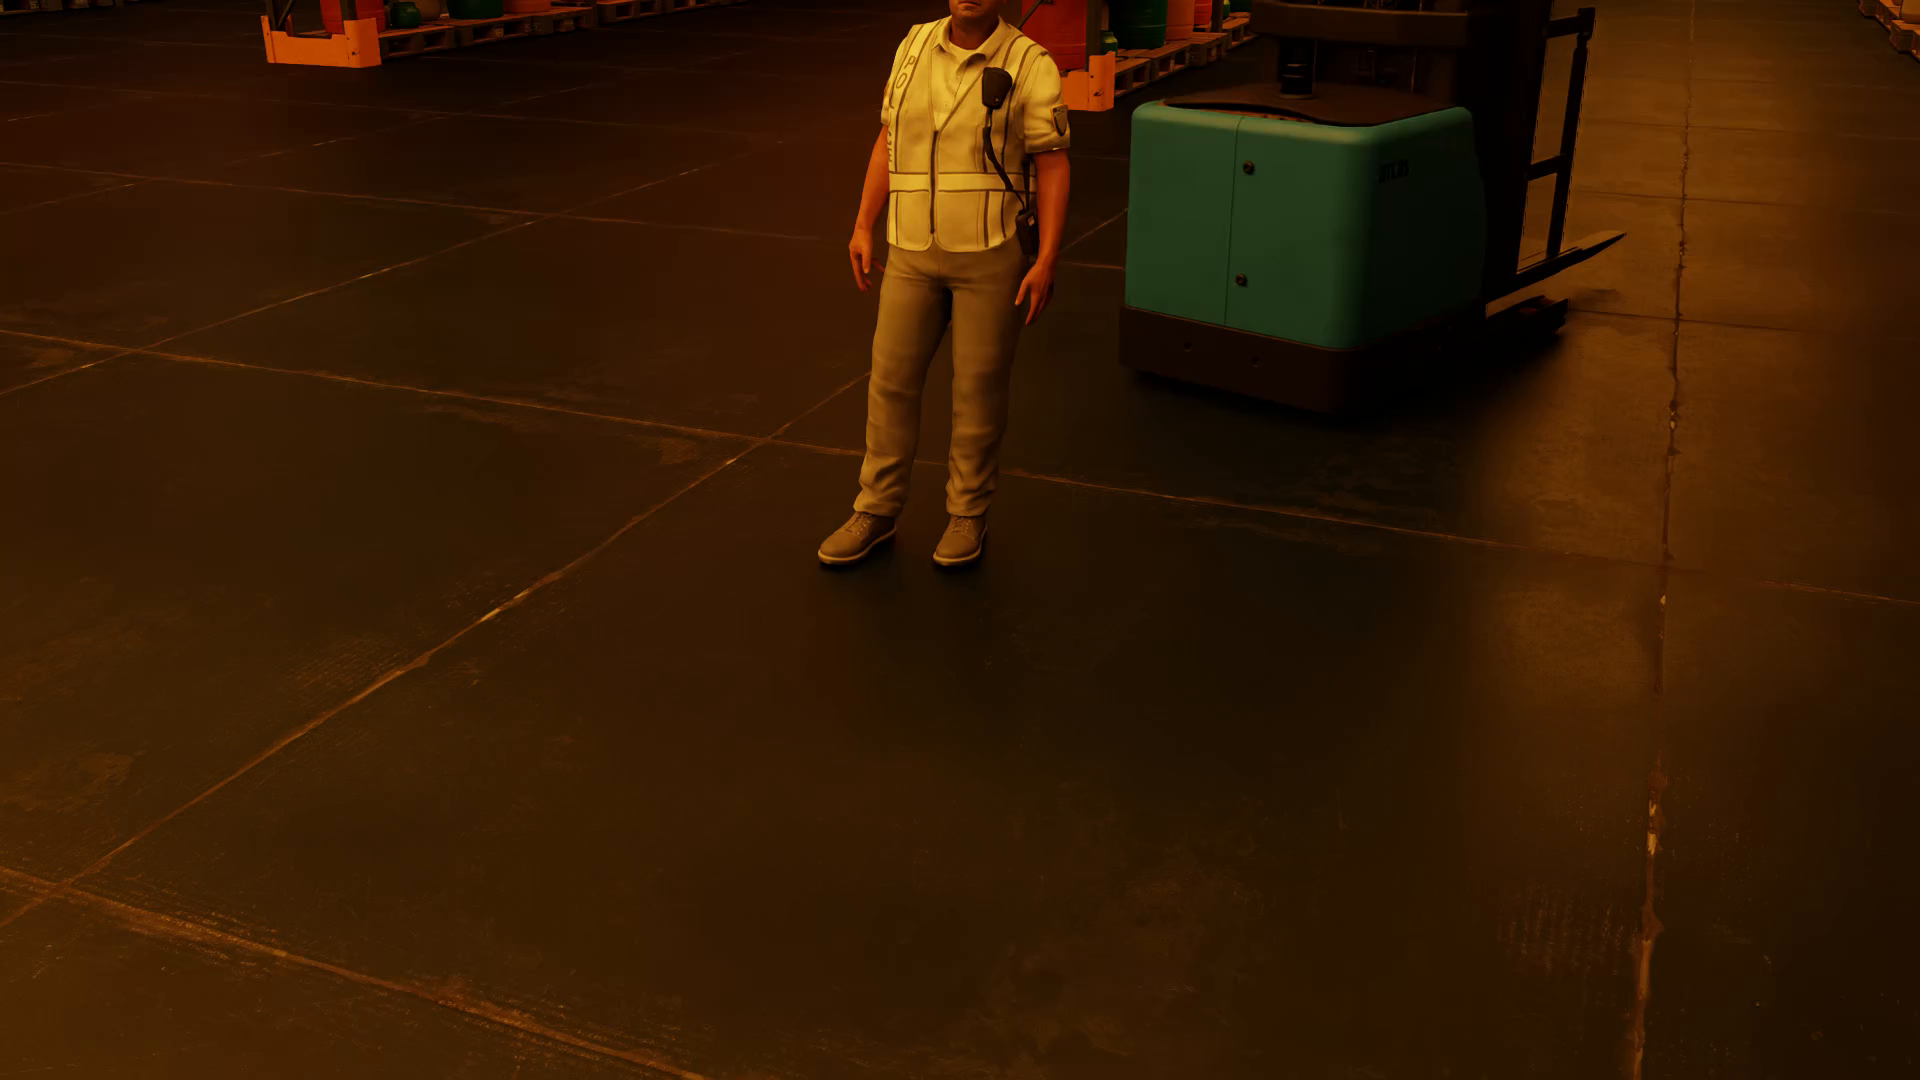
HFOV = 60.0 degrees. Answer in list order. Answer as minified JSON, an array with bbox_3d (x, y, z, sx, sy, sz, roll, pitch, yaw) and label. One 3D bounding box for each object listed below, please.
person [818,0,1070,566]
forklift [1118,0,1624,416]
[{"bbox_3d":[-0.041,-0.803,4.685,0.640,1.781,0.575,9,24,21],"label":"person"},{"bbox_3d":[1.980,-2.291,6.774,1.130,2.935,3.031,19,29,38],"label":"forklift"}]
